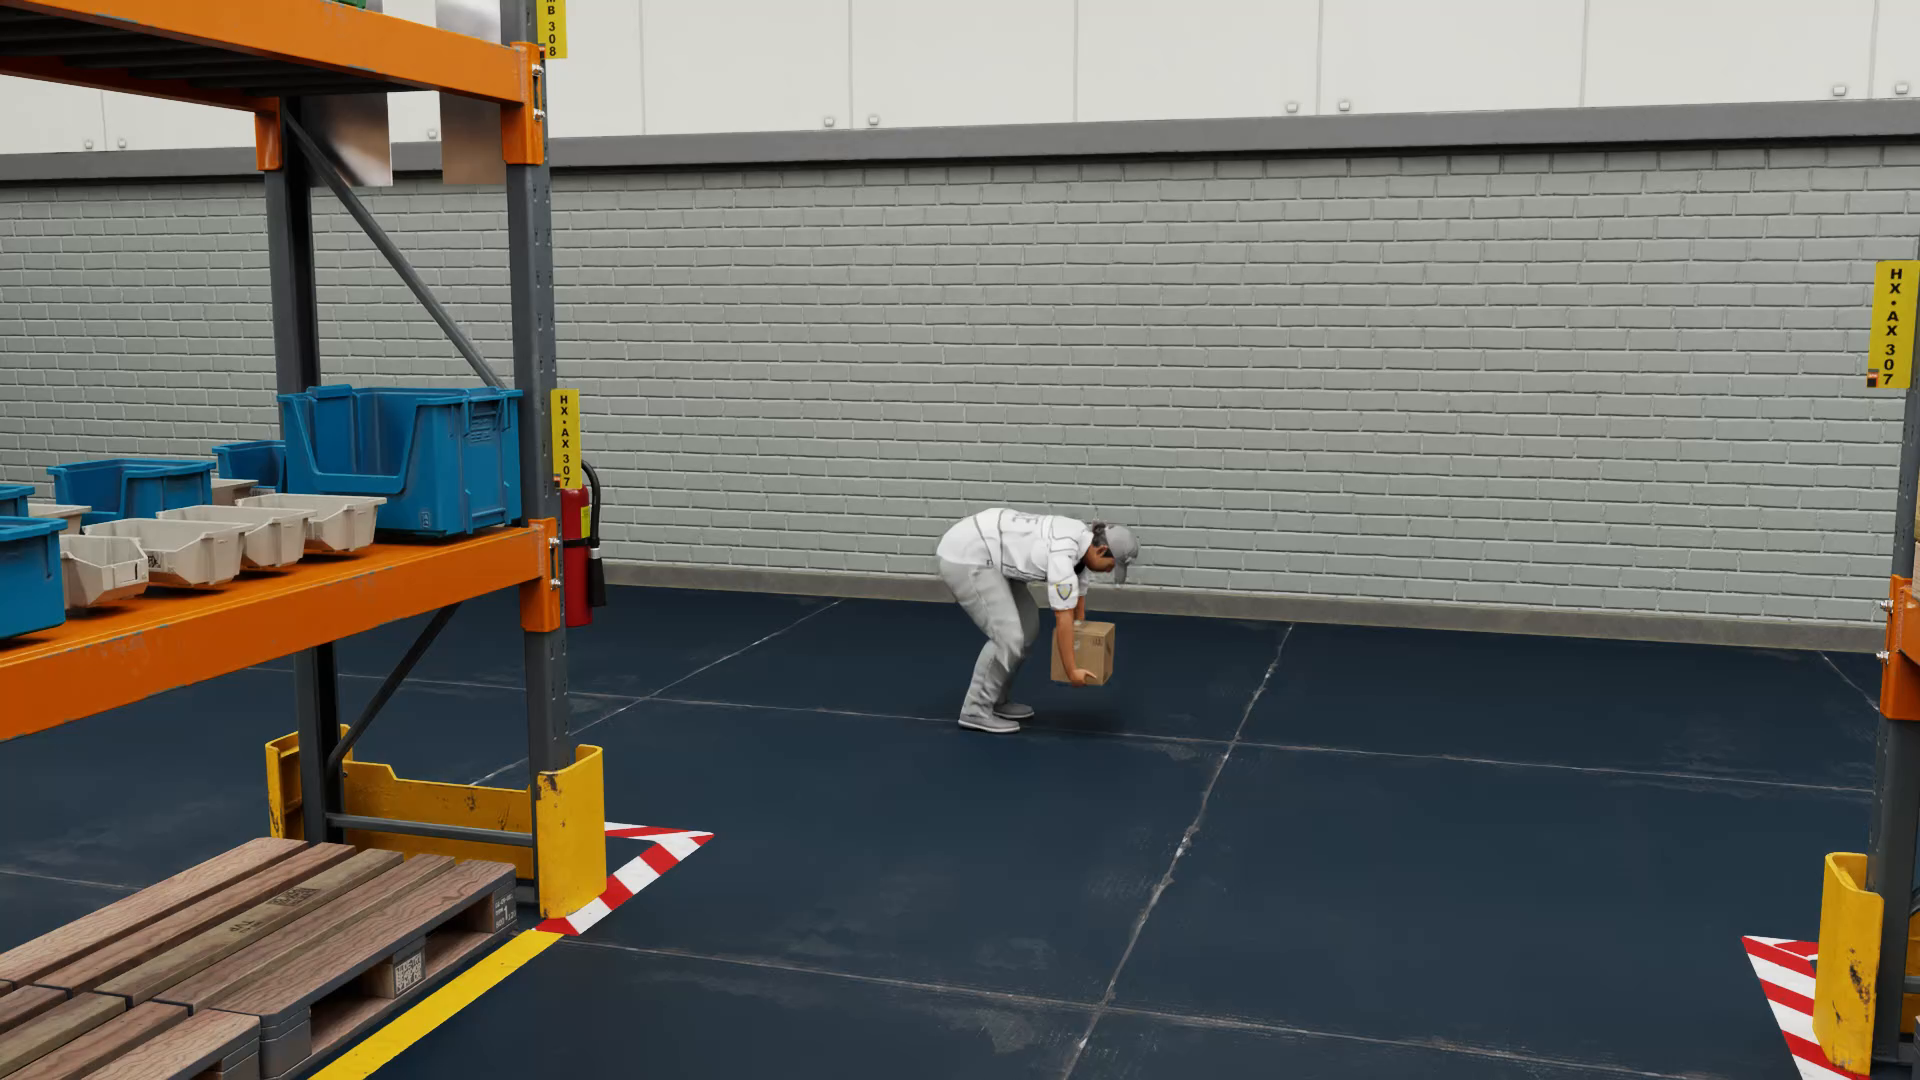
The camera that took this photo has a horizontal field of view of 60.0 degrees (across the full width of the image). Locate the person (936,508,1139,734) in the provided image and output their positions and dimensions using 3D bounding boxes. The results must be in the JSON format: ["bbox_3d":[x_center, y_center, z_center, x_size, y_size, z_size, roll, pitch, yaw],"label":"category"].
[{"bbox_3d":[0.368,0.377,7.909,0.952,1.048,0.482,2,9,14],"label":"person"}]
